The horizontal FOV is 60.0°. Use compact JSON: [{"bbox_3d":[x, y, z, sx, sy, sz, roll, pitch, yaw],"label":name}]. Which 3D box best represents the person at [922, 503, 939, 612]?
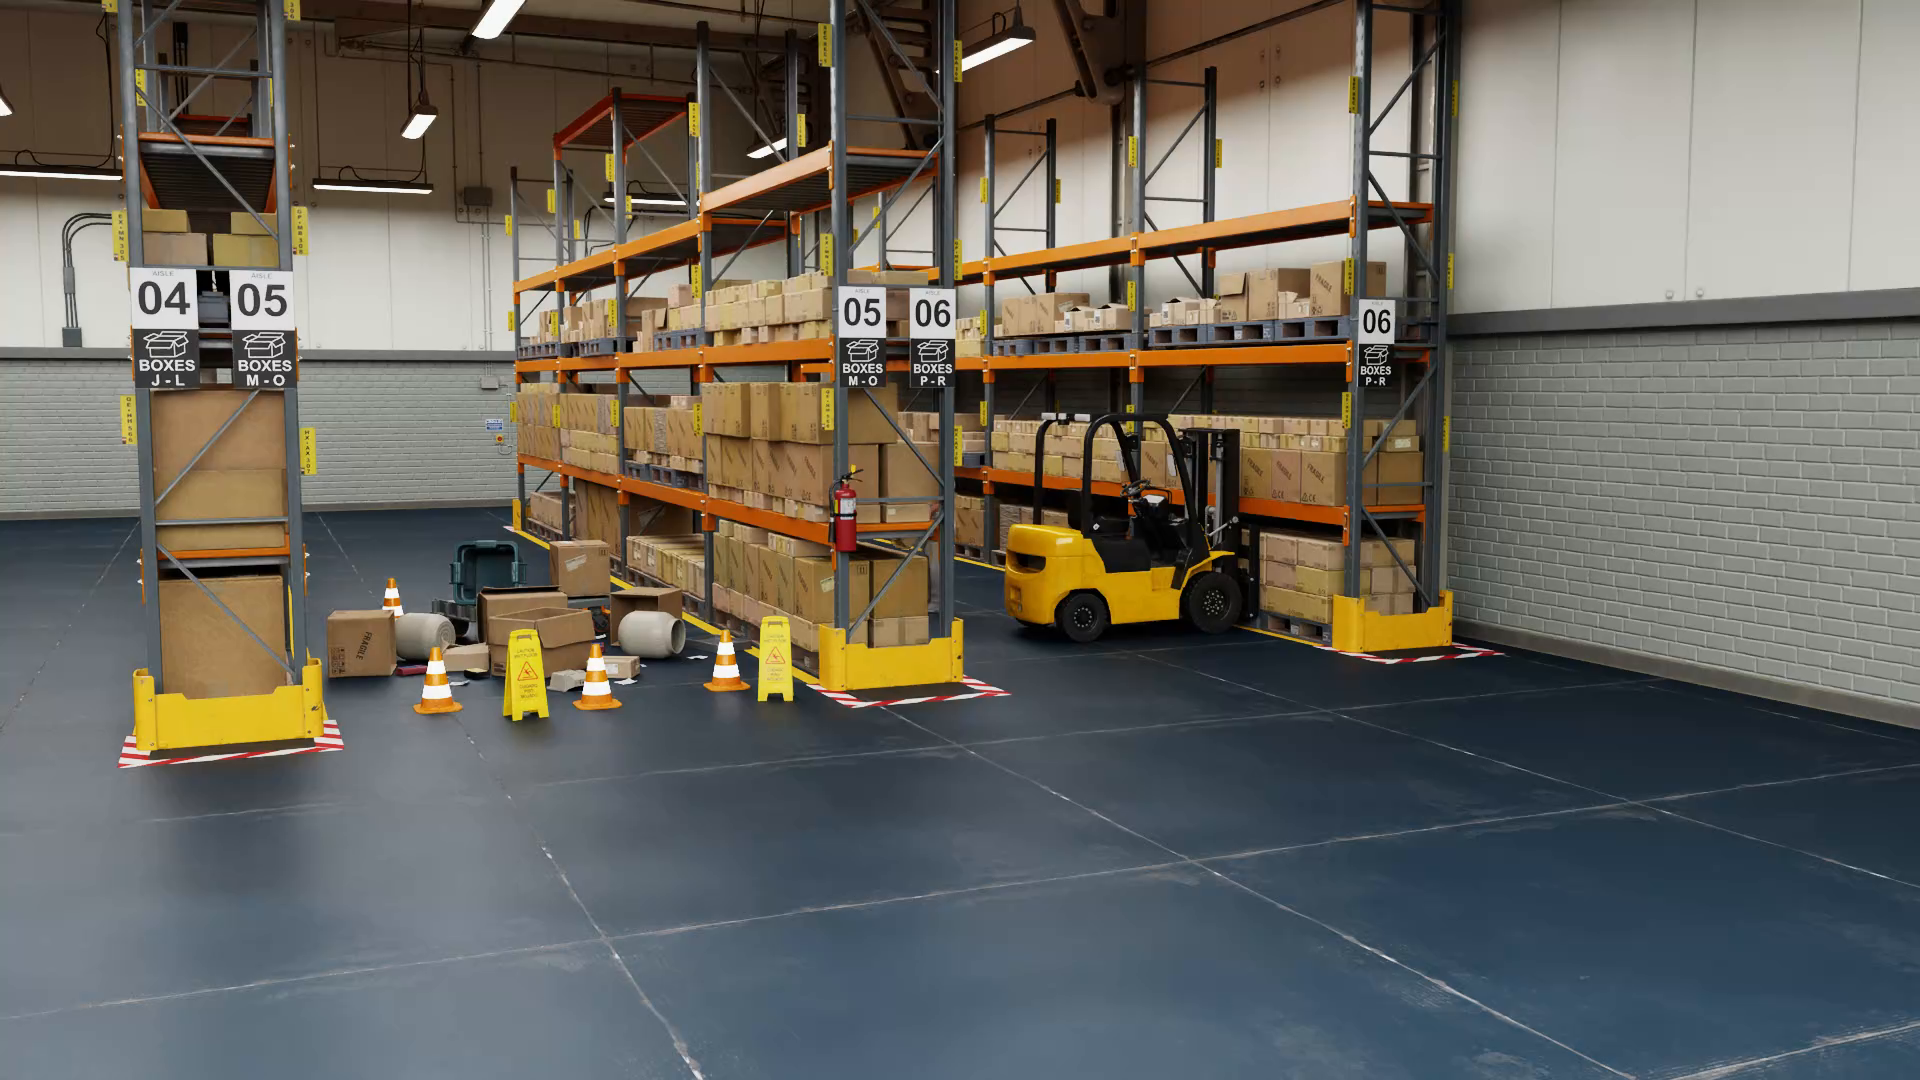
[{"bbox_3d":[-0.315,-0.127,17.880,0.532,1.782,0.531,0,5,-3],"label":"person"}]
